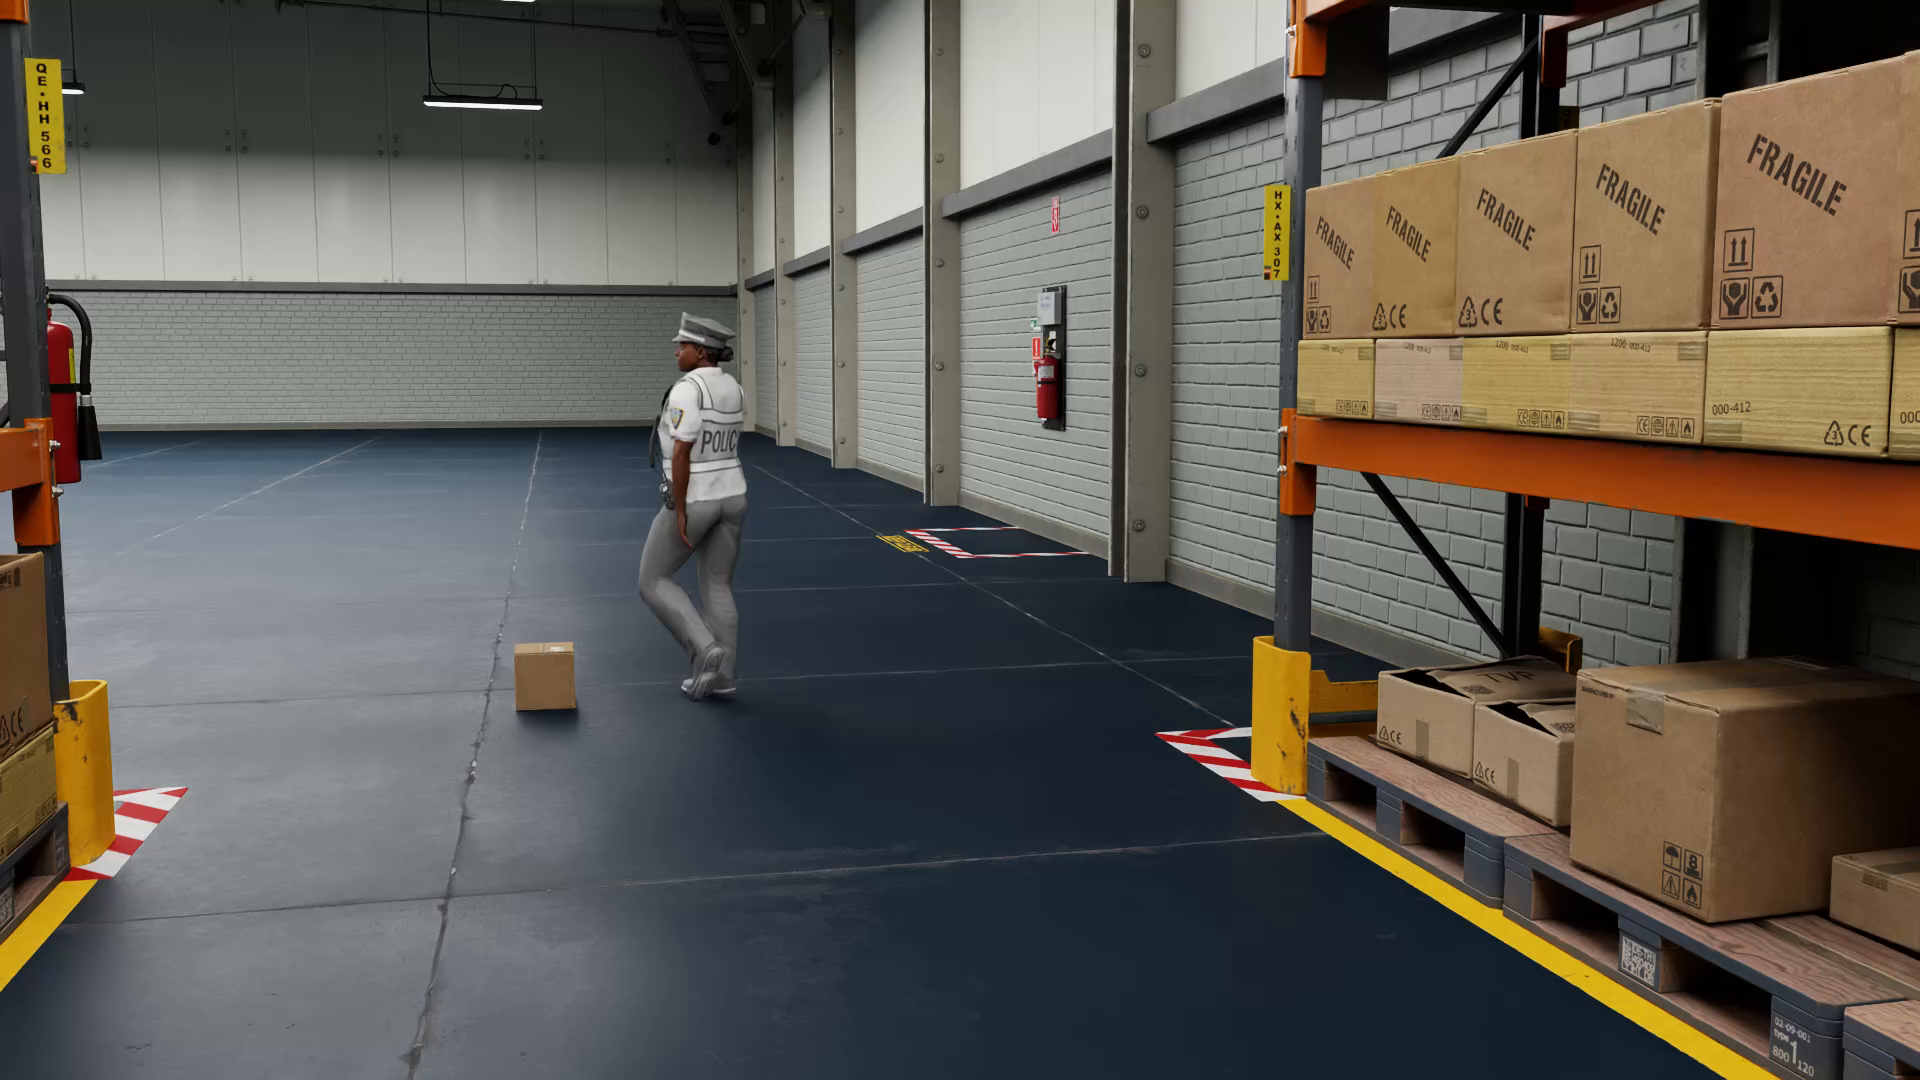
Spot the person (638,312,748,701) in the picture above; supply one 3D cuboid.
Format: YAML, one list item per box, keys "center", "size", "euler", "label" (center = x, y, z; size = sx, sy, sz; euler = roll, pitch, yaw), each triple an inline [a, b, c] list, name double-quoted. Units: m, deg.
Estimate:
- center: [-1.160, -0.145, 7.264]
  size: [0.433, 1.688, 0.456]
  euler: [4, 8, 36]
  label: "person"
